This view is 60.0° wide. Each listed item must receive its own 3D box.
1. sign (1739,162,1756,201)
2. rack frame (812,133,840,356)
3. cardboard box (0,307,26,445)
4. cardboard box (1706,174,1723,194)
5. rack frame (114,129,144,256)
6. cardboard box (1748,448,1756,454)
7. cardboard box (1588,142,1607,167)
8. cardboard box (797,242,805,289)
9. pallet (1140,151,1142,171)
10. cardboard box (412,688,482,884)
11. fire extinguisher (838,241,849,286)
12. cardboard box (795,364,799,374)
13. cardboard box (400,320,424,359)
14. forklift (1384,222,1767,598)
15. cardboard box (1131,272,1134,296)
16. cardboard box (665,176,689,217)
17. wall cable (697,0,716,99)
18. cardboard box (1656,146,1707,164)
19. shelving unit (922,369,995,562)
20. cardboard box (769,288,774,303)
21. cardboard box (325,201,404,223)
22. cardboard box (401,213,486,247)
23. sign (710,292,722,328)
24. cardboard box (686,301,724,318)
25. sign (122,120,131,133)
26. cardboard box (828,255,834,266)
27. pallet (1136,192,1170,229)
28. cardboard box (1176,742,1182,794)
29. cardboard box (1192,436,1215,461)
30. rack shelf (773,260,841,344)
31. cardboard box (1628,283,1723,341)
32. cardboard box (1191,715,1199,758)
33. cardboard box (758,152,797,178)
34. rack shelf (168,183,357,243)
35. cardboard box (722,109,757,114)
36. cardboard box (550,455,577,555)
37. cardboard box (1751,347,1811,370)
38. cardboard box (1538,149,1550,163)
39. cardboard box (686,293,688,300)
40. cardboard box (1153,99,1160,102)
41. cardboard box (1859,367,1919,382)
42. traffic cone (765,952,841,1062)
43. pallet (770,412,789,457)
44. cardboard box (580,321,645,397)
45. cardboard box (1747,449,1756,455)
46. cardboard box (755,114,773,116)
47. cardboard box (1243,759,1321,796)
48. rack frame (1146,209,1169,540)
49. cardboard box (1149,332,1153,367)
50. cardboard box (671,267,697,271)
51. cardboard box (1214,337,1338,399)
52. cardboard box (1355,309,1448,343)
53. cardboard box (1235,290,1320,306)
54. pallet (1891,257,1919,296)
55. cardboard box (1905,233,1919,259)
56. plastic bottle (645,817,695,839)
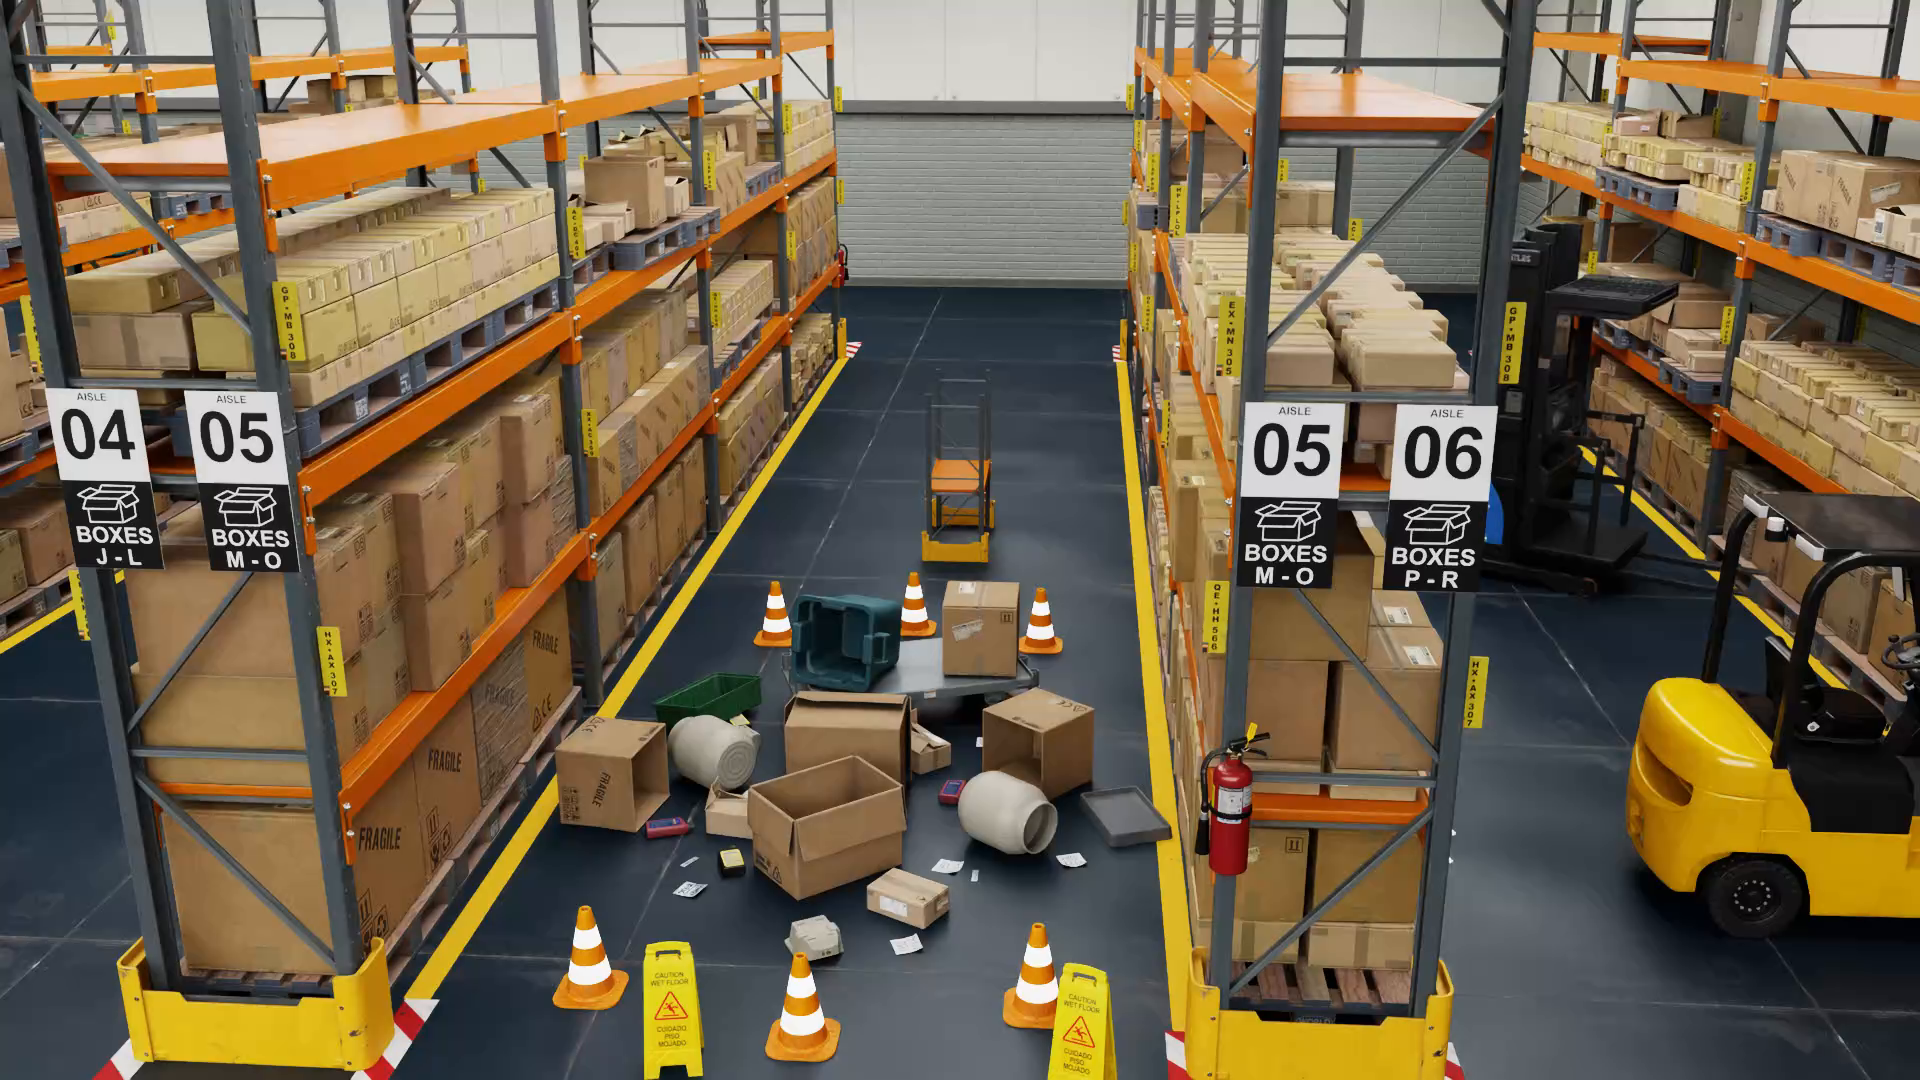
[{"bbox_3d":[6.623,-3.011,13.976,0.100,0.325,0.005,1,18,4],"label":"sign"},{"bbox_3d":[-2.159,-4.001,22.643,1.000,3.000,0.127,1,18,4],"label":"rack frame"},{"bbox_3d":[-7.762,-1.144,12.288,1.000,1.000,1.000,1,18,4],"label":"cardboard box"},{"bbox_3d":[7.006,-3.226,15.061,0.380,0.149,0.250,1,18,4],"label":"cardboard box"},{"bbox_3d":[-12.039,-4.254,23.414,1.000,3.000,0.127,1,18,4],"label":"rack frame"},{"bbox_3d":[7.558,-0.884,15.430,0.380,0.149,0.250,2,18,6],"label":"cardboard box"},{"bbox_3d":[7.235,-4.221,18.260,0.500,0.250,0.500,1,18,4],"label":"cardboard box"},{"bbox_3d":[-2.130,-3.250,19.712,0.500,0.500,0.500,1,18,4],"label":"cardboard box"},{"bbox_3d":[2.568,-4.317,18.932,1.003,0.211,1.213,1,18,4],"label":"pallet"},{"bbox_3d":[-3.262,1.293,9.225,0.875,0.875,0.875,1,18,3],"label":"cardboard box"},{"bbox_3d":[-1.680,-3.855,22.921,0.296,0.674,0.183,1,18,4],"label":"fire extinguisher"},{"bbox_3d":[-2.168,-2.091,20.241,0.380,0.149,0.250,0,18,1],"label":"cardboard box"},{"bbox_3d":[-2.889,-0.998,8.229,0.380,0.149,0.250,1,18,4],"label":"cardboard box"},{"bbox_3d":[5.264,-1.098,13.894,3.031,2.935,1.130,13,22,34],"label":"forklift"},{"bbox_3d":[2.330,-3.193,20.017,0.500,0.500,0.500,1,18,3],"label":"cardboard box"},{"bbox_3d":[-2.508,-2.815,13.515,0.500,0.311,0.500,1,18,4],"label":"cardboard box"},{"bbox_3d":[-3.255,-10.202,26.767,2.277,5.999,0.120,1,18,4],"label":"wall cable"},{"bbox_3d":[6.940,-3.702,16.004,0.380,0.149,0.250,1,18,4],"label":"cardboard box"},{"bbox_3d":[-0.005,-0.689,14.944,0.587,1.500,1.083,1,18,4],"label":"shelving unit"},{"bbox_3d":[-2.276,-2.711,18.436,0.380,0.149,0.250,1,18,3],"label":"cardboard box"},{"bbox_3d":[-3.438,-1.864,9.592,0.380,0.149,0.250,1,18,3],"label":"cardboard box"},{"bbox_3d":[-2.818,-1.693,9.071,0.380,0.149,0.250,1,18,3],"label":"cardboard box"},{"bbox_3d":[-2.178,-2.055,14.846,0.100,0.325,0.005,1,18,4],"label":"sign"},{"bbox_3d":[-2.467,-2.178,15.853,0.380,0.149,0.250,1,18,4],"label":"cardboard box"},{"bbox_3d":[-11.489,-5.622,22.941,0.100,0.325,0.005,1,18,4],"label":"sign"},{"bbox_3d":[-1.900,-3.774,22.354,0.380,0.149,0.250,1,18,4],"label":"cardboard box"},{"bbox_3d":[2.206,-2.974,14.995,1.213,0.211,1.003,2,18,6],"label":"pallet"},{"bbox_3d":[1.552,1.420,9.840,0.500,0.250,0.500,1,18,3],"label":"cardboard box"},{"bbox_3d":[1.610,-0.250,8.951,0.700,0.500,0.500,1,18,4],"label":"cardboard box"},{"bbox_3d":[-2.302,-3.038,20.860,1.077,0.370,4.000,1,18,4],"label":"rack shelf"},{"bbox_3d":[7.099,-2.267,16.517,0.700,0.500,0.500,1,18,4],"label":"cardboard box"},{"bbox_3d":[1.417,1.042,8.749,0.380,0.149,0.250,2,18,5],"label":"cardboard box"},{"bbox_3d":[-2.149,-4.251,18.829,0.500,0.250,0.500,2,18,7],"label":"cardboard box"},{"bbox_3d":[-7.529,-3.363,17.035,1.077,0.370,4.000,1,18,4],"label":"rack shelf"},{"bbox_3d":[-2.629,-5.045,19.811,0.380,0.149,0.250,1,18,4],"label":"cardboard box"},{"bbox_3d":[-3.033,-0.230,10.895,0.875,0.550,0.550,1,18,4],"label":"cardboard box"},{"bbox_3d":[6.829,-1.508,13.833,0.380,0.149,0.250,2,18,5],"label":"cardboard box"},{"bbox_3d":[7.322,-4.707,20.383,0.380,0.149,0.250,1,18,4],"label":"cardboard box"},{"bbox_3d":[-3.021,-2.461,17.193,0.380,0.149,0.250,1,18,3],"label":"cardboard box"},{"bbox_3d":[2.492,-5.019,19.938,0.500,0.500,0.500,2,18,5],"label":"cardboard box"},{"bbox_3d":[7.311,-1.258,13.069,0.380,0.149,0.250,1,18,4],"label":"cardboard box"},{"bbox_3d":[-0.748,2.171,7.880,0.336,0.463,0.334,1,18,4],"label":"traffic cone"},{"bbox_3d":[-2.500,-1.192,18.548,1.003,0.211,1.213,1,18,4],"label":"pallet"},{"bbox_3d":[-2.880,-1.425,13.014,0.700,0.500,0.500,1,18,3],"label":"cardboard box"},{"bbox_3d":[7.528,-0.616,15.652,0.500,0.500,0.500,1,18,4],"label":"cardboard box"},{"bbox_3d":[-2.169,-4.788,19.025,0.380,0.149,0.250,1,18,3],"label":"cardboard box"},{"bbox_3d":[1.452,1.046,7.644,0.380,0.149,0.250,2,18,6],"label":"cardboard box"},{"bbox_3d":[2.212,-1.437,14.819,1.000,3.000,0.127,1,18,4],"label":"rack frame"},{"bbox_3d":[1.994,-1.760,15.241,0.500,0.250,0.500,1,18,4],"label":"cardboard box"},{"bbox_3d":[-2.967,-2.843,17.883,0.380,0.149,0.250,1,18,4],"label":"cardboard box"},{"bbox_3d":[1.458,-0.769,7.726,0.500,0.250,0.500,1,18,3],"label":"cardboard box"},{"bbox_3d":[2.042,-0.975,7.713,0.380,0.149,0.250,1,18,4],"label":"cardboard box"},{"bbox_3d":[1.565,-1.142,8.224,0.380,0.149,0.250,1,18,2],"label":"cardboard box"},{"bbox_3d":[6.927,-1.694,11.093,0.805,0.209,1.217,1,18,2],"label":"pallet"},{"bbox_3d":[6.653,-1.987,11.247,0.380,0.149,0.250,1,18,4],"label":"cardboard box"},{"bbox_3d":[-1.728,1.713,9.923,0.283,0.061,0.133,-5,19,-15],"label":"plastic bottle"}]
